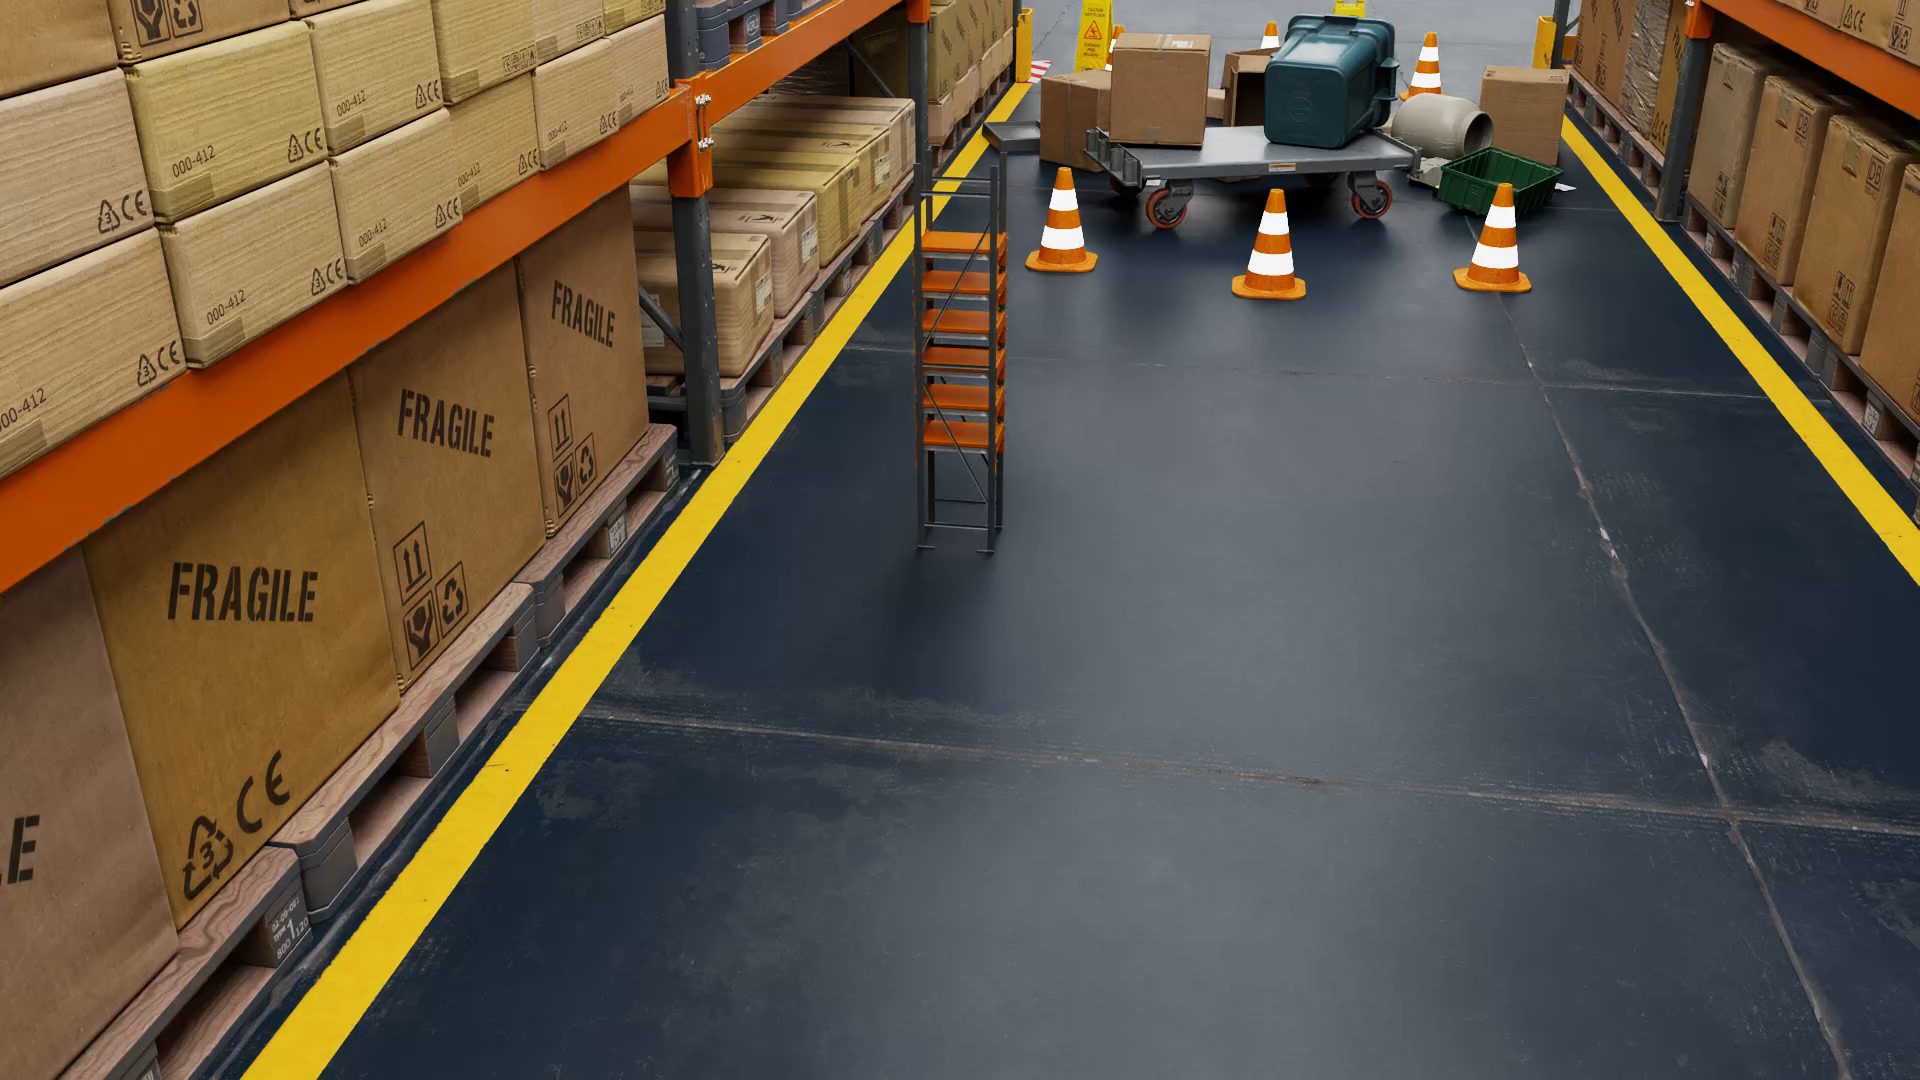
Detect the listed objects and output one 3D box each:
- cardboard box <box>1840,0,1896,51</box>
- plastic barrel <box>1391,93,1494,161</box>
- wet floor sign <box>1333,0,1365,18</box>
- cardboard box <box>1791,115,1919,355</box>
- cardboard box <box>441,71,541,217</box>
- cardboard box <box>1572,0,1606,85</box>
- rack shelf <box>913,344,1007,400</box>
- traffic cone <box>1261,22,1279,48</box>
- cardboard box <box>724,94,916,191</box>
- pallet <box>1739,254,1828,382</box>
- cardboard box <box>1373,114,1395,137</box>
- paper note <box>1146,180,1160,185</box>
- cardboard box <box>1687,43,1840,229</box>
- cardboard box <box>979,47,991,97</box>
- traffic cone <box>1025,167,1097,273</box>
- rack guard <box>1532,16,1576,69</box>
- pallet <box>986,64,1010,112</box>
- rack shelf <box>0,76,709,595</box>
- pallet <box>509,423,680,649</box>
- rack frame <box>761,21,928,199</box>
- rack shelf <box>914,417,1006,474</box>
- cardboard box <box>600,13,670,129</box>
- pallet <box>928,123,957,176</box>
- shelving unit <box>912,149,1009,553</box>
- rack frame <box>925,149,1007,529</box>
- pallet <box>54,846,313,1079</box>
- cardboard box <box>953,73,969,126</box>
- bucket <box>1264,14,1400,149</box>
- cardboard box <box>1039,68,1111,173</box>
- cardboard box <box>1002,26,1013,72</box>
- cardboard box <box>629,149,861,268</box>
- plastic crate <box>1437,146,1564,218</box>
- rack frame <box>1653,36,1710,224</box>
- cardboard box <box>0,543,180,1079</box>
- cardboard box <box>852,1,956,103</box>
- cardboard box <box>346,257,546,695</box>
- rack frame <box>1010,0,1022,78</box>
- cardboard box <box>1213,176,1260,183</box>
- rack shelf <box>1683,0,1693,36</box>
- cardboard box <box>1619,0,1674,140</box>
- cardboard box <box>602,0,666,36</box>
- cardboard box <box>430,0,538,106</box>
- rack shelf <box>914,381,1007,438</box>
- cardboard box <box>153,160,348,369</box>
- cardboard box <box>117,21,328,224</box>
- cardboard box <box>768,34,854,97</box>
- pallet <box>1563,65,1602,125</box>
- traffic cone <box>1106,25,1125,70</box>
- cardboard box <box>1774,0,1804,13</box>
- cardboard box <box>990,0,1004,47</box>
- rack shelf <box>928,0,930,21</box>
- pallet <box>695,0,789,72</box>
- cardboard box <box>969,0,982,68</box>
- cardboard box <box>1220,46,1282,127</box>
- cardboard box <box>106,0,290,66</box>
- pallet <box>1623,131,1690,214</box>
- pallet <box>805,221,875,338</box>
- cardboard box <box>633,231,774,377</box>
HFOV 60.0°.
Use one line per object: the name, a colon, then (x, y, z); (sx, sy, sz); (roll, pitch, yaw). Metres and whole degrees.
cardboard box: (3.540, -2.032, 5.936); (0.500, 0.500, 0.500); (4, 25, 8)
plastic barrel: (2.892, -2.449, 9.983); (0.421, 0.421, 0.512); (-20, 32, -36)
wet floor sign: (2.925, -3.791, 12.589); (0.267, 0.644, 0.232); (0, 25, -1)
cardboard box: (3.895, -1.148, 6.323); (1.050, 0.750, 0.750); (4, 25, 9)
cardboard box: (-1.326, -0.941, 3.900); (0.500, 0.250, 0.500); (4, 25, 8)
cardboard box: (4.828, -3.648, 11.516); (0.875, 0.875, 0.875); (4, 25, 9)
rack shelf: (0.002, -0.509, 5.027); (0.258, 0.103, 0.180); (4, 25, 9)
traffic cone: (2.327, -3.656, 12.515); (0.336, 0.463, 0.334); (4, 25, 9)
cardboard box: (-0.763, -2.117, 8.838); (0.950, 0.372, 0.625); (4, 25, 9)
pallet: (3.972, -0.933, 6.994); (1.003, 0.211, 1.213); (4, 25, 9)
cardboard box: (2.684, -2.644, 10.585); (0.396, 0.266, 0.258); (8, 26, 18)
paper note: (1.090, -2.095, 9.689); (0.148, 0.019, 0.142); (4, 25, 9)
cardboard box: (4.208, -1.941, 8.016); (1.050, 0.750, 0.750); (4, 25, 8)
cardboard box: (-0.065, -3.162, 11.215); (0.500, 0.250, 0.500); (3, 25, 7)
traffic cone: (0.499, -1.571, 8.061); (0.336, 0.463, 0.334); (4, 25, 9)
rack guard: (4.878, -3.586, 12.322); (1.175, 0.500, 0.348); (4, 25, 9)
pallet: (-0.206, -3.377, 12.216); (1.003, 0.211, 1.213); (4, 25, 9)
rack shelf: (-1.660, -0.501, 3.630); (1.077, 0.370, 4.000); (4, 25, 9)
pallet: (-1.537, -0.076, 5.163); (1.003, 0.211, 1.213); (4, 25, 9)
rack frame: (-0.680, -3.336, 8.839); (1.000, 3.000, 0.127); (4, 25, 9)
rack shelf: (0.002, -0.292, 5.129); (0.258, 0.103, 0.180); (4, 25, 9)
cardboard box: (-1.160, -1.366, 4.806); (0.500, 0.250, 0.500); (3, 25, 7)
pallet: (-0.605, -2.356, 10.035); (1.003, 0.211, 1.213); (4, 25, 9)
shelving unit: (0.002, -0.549, 5.009); (0.258, 1.200, 0.189); (4, 25, 9)
rack frame: (0.017, -0.588, 5.090); (0.240, 1.200, 0.006); (4, 25, 9)
pallet: (-1.935, 0.945, 2.982); (1.003, 0.211, 1.213); (4, 25, 9)
cardboard box: (-0.241, -2.733, 10.299); (0.500, 0.250, 0.500); (5, 26, 11)
bucket: (1.968, -2.458, 9.031); (0.726, 0.611, 0.620); (13, 38, 26)
cardboard box: (0.838, -2.559, 10.124); (0.500, 0.500, 0.500); (-20, 32, -36)
cardboard box: (0.104, -3.587, 12.123); (0.500, 0.250, 0.500); (4, 25, 8)
cardboard box: (-0.989, -1.525, 7.573); (0.950, 0.372, 0.625); (5, 26, 10)
plastic crate: (2.956, -1.951, 9.130); (0.450, 0.188, 0.662); (29, 36, 30)
rack frame: (4.220, -3.035, 8.196); (1.000, 3.000, 0.127); (4, 25, 9)
cardboard box: (-1.965, 0.517, 2.618); (0.875, 0.875, 0.875); (5, 26, 10)
cardboard box: (-0.317, -2.849, 9.661); (0.500, 0.500, 0.500); (5, 26, 11)
cardboard box: (-1.678, -0.235, 4.225); (0.875, 0.875, 0.875); (4, 25, 9)
rack frame: (-0.026, -5.009, 12.413); (1.000, 3.000, 0.127); (4, 25, 9)
cardboard box: (1.571, -2.290, 9.829); (0.258, 0.266, 0.396); (-14, 29, -27)
rack shelf: (4.547, -3.546, 10.136); (1.077, 0.370, 4.000); (4, 25, 9)
cardboard box: (4.536, -2.899, 9.915); (0.875, 0.875, 0.875); (4, 25, 9)
cardboard box: (-1.162, -1.601, 4.720); (0.500, 0.250, 0.500); (4, 25, 8)
cardboard box: (-1.305, -1.171, 3.801); (0.500, 0.250, 0.500); (3, 25, 7)
rack shelf: (0.002, -0.401, 5.078); (0.258, 0.103, 0.180); (4, 25, 9)
cardboard box: (-1.472, -0.518, 2.995); (0.500, 0.250, 0.500); (4, 25, 8)
cardboard box: (-1.471, -0.742, 2.885); (0.500, 0.250, 0.500); (4, 25, 9)
cardboard box: (-0.848, -2.887, 9.742); (0.500, 0.500, 0.500); (4, 25, 8)
pallet: (4.821, -3.105, 11.636); (1.003, 0.211, 1.213); (4, 25, 9)
traffic cone: (1.177, -3.591, 12.376); (0.336, 0.463, 0.334); (4, 25, 9)
cardboard box: (3.703, -2.459, 6.848); (0.500, 0.500, 0.500); (4, 25, 8)
cardboard box: (0.019, -3.722, 11.527); (0.500, 0.500, 0.500); (5, 26, 10)
rack shelf: (-0.353, -3.847, 10.778); (1.077, 0.370, 4.000); (4, 25, 9)
pallet: (-1.322, -1.882, 5.958); (1.213, 0.211, 1.003); (4, 25, 9)
cardboard box: (-0.155, -3.290, 10.604); (0.500, 0.500, 0.500); (5, 26, 11)
cardboard box: (2.185, -2.968, 10.998); (0.797, 0.503, 0.637); (-14, 29, -27)
cardboard box: (-1.491, -1.077, 2.715); (0.500, 0.500, 0.500); (3, 25, 7)
pallet: (4.422, -2.085, 9.455); (1.003, 0.211, 1.213); (4, 25, 9)
pallet: (-1.002, -1.236, 7.641); (1.003, 0.211, 1.213); (4, 25, 9)
cardboard box: (-1.231, -0.899, 6.236); (0.950, 0.372, 0.625); (2, 25, 5)
